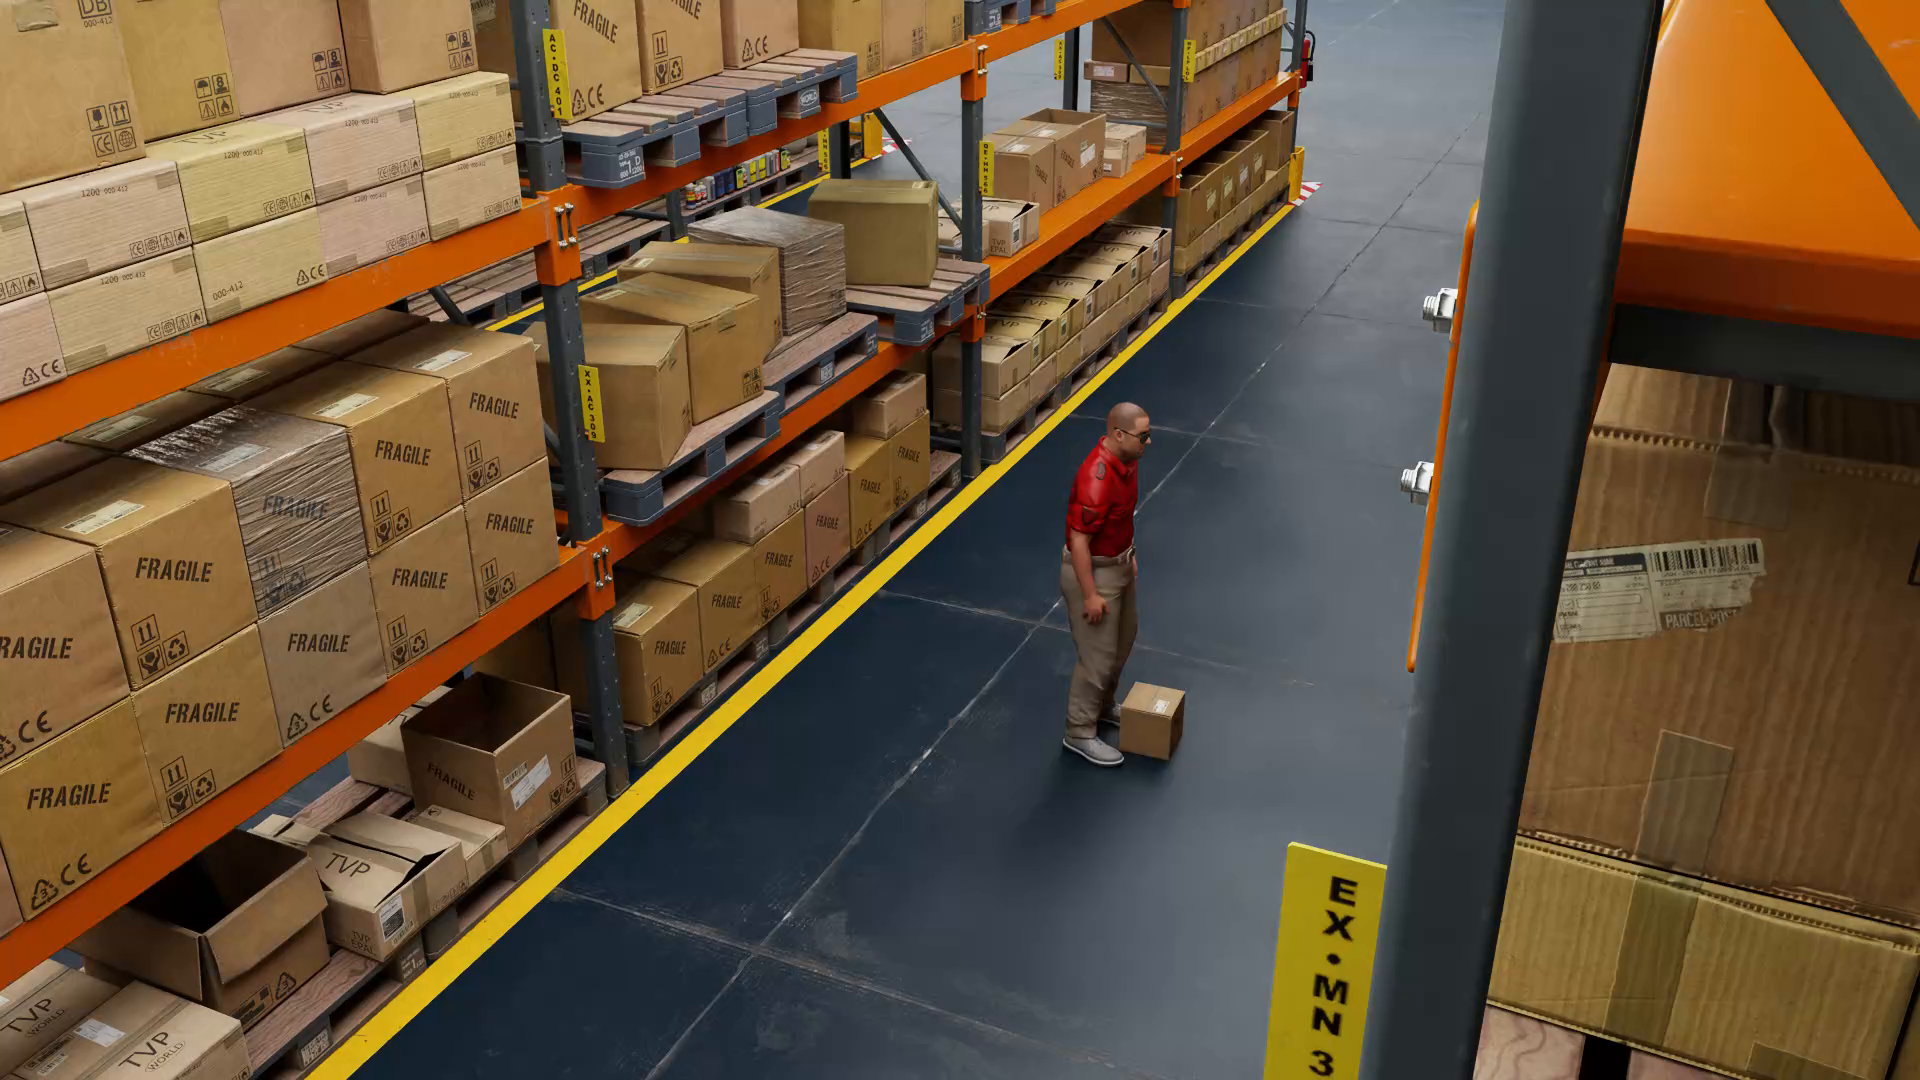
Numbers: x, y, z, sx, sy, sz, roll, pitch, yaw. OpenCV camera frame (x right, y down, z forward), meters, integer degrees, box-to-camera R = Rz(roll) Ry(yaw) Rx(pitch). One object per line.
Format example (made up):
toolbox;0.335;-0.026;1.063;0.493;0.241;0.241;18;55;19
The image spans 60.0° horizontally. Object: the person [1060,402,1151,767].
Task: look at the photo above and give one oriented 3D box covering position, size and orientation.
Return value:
person;0.687;0.169;7.781;0.389;1.726;0.584;11;28;21
